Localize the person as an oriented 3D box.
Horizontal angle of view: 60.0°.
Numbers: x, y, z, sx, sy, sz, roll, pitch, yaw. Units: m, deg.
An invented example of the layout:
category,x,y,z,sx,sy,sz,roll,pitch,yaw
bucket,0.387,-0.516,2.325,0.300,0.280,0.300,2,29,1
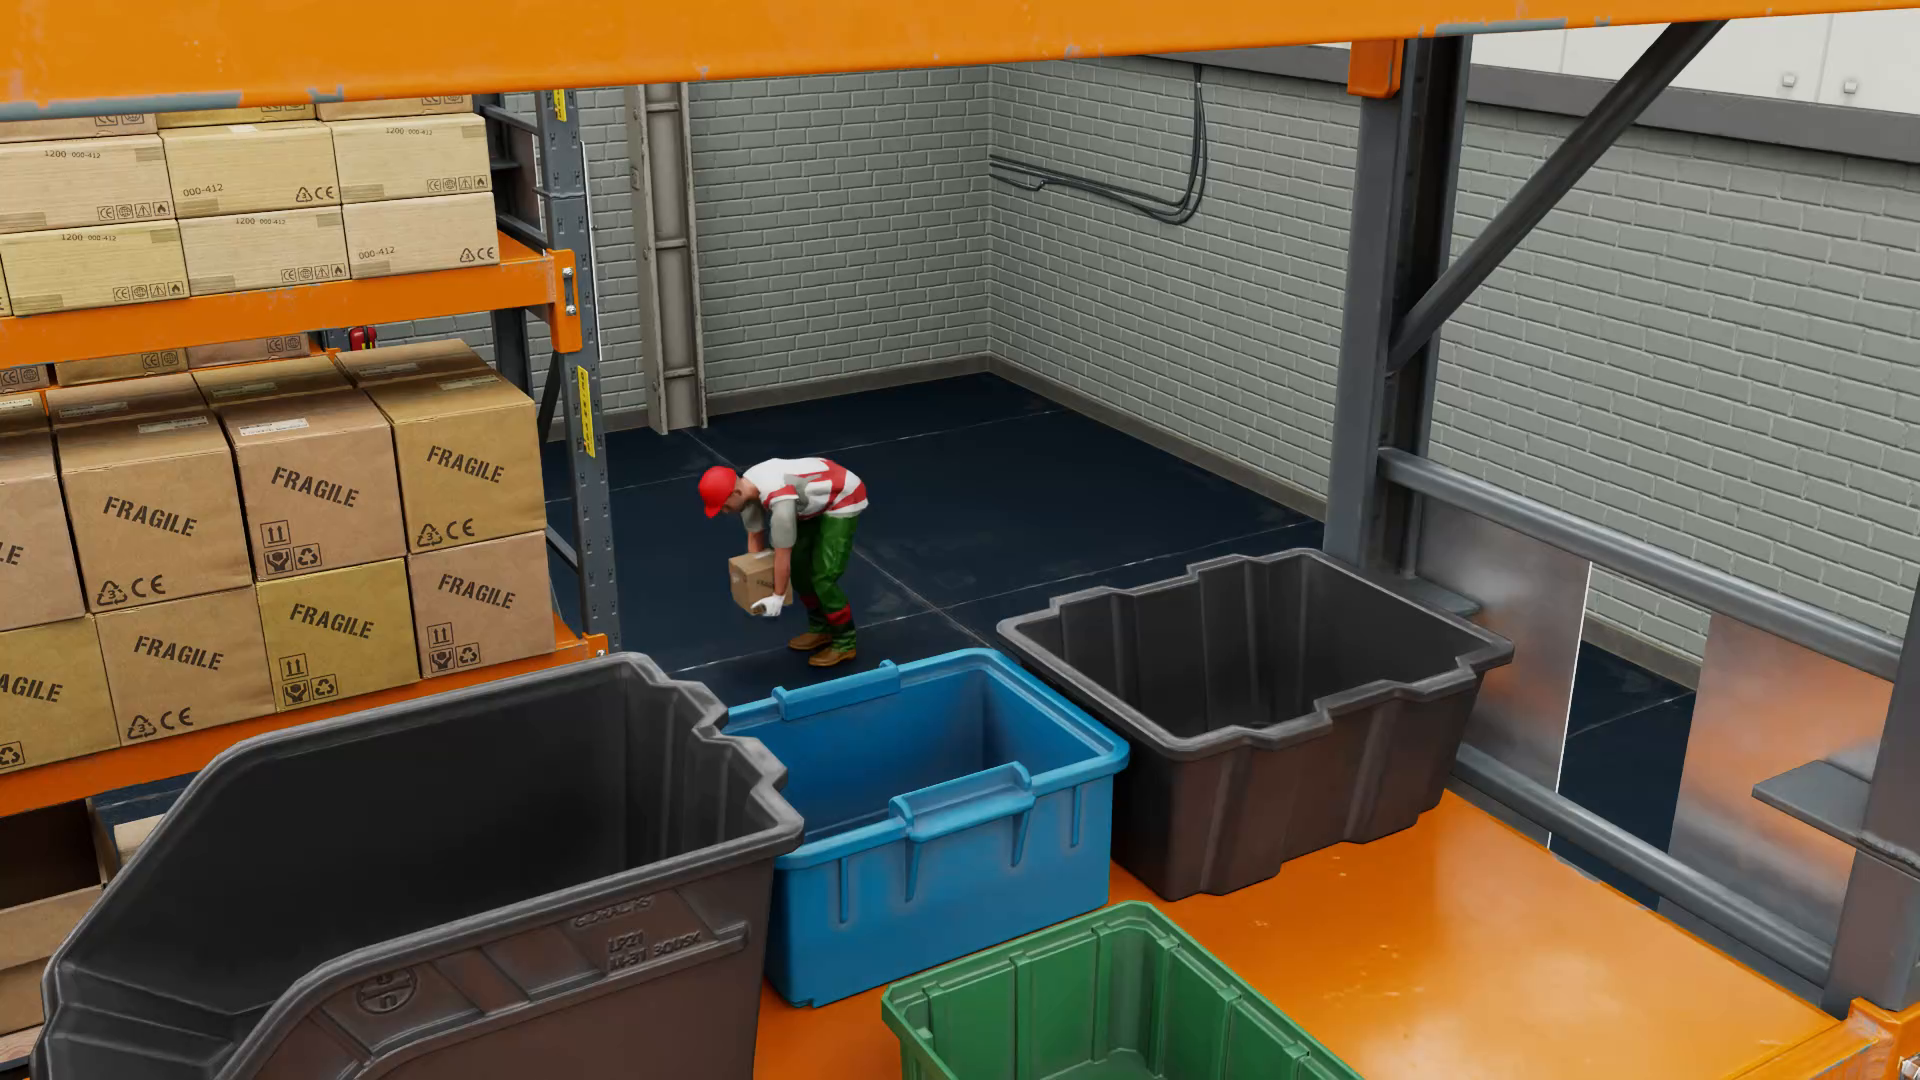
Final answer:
category,x,y,z,sx,sy,sz,roll,pitch,yaw
person,-0.954,0.085,9.029,0.949,1.159,0.493,-13,25,-30
